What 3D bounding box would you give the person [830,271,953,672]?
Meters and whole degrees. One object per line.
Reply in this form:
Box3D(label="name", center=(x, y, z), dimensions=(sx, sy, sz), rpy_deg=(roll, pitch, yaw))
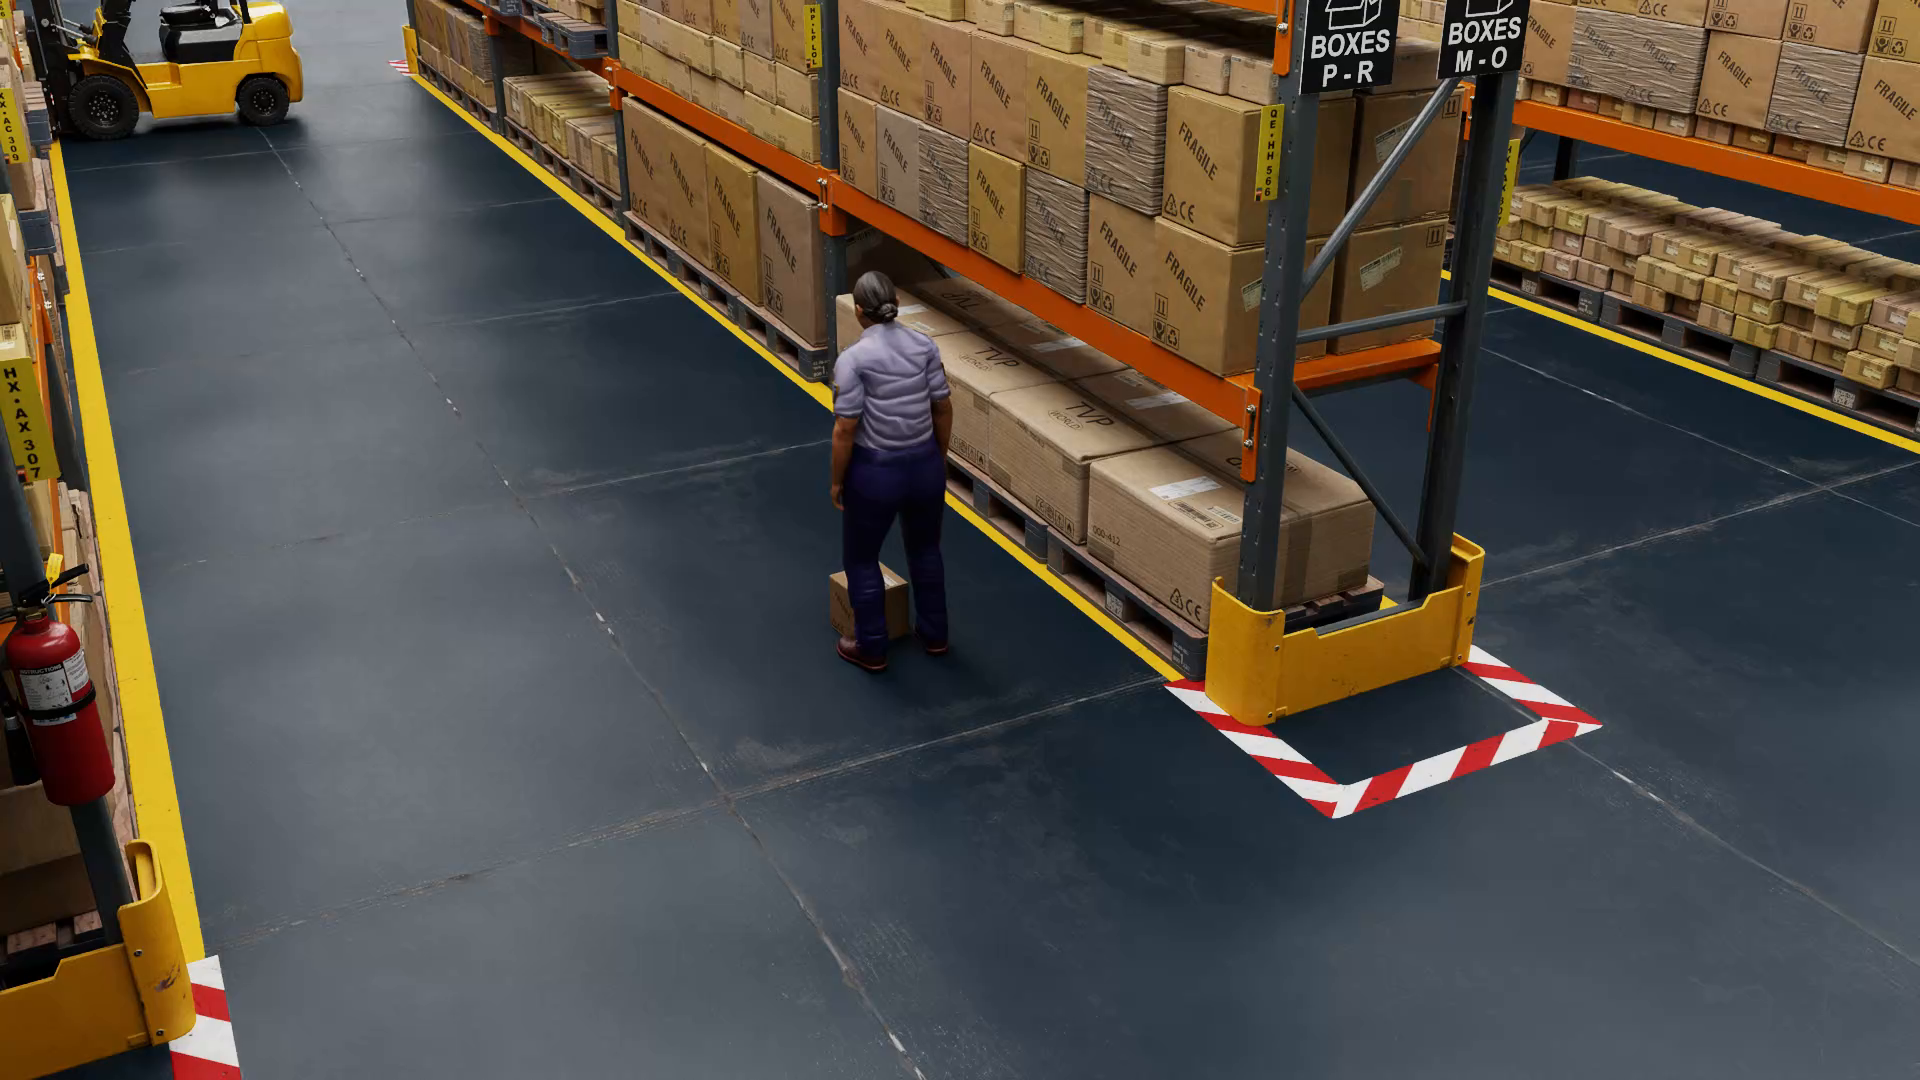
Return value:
Box3D(label="person", center=(-0.271, -0.253, 6.664), dimensions=(0.537, 1.636, 0.371), rpy_deg=(-13, 29, -26))
